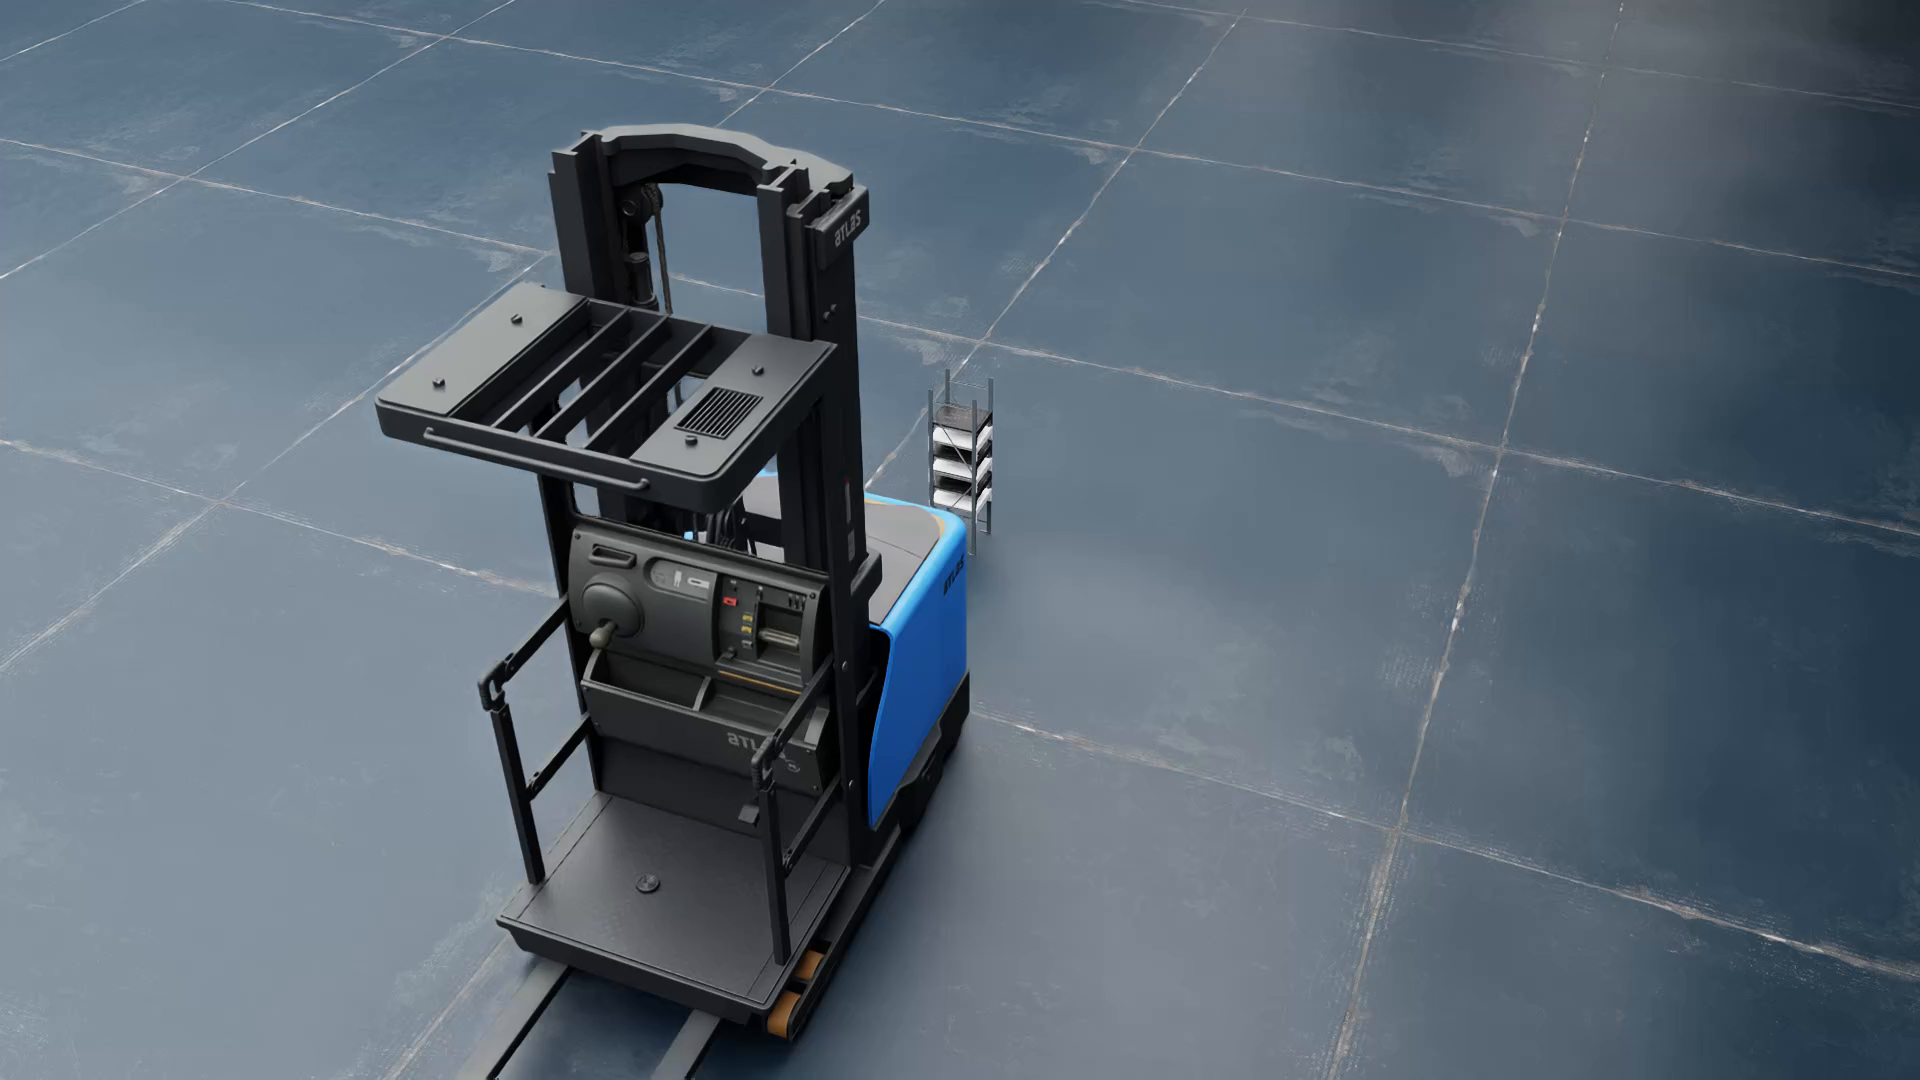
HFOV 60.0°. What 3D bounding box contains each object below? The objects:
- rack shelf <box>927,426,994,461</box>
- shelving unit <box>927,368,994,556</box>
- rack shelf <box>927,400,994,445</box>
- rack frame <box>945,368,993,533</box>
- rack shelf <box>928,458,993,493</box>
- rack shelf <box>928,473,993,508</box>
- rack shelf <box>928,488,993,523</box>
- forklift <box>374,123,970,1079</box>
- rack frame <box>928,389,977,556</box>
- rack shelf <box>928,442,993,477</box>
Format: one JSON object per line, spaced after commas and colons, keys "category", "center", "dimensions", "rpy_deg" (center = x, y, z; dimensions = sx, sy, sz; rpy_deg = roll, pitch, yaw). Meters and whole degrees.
{"category": "rack shelf", "center": [0.003, -0.482, 7.899], "dimensions": [0.258, 0.077, 0.200], "rpy_deg": [14, 39, 18]}
{"category": "shelving unit", "center": [0.003, -0.365, 7.987], "dimensions": [0.258, 0.900, 0.210], "rpy_deg": [14, 39, 18]}
{"category": "rack shelf", "center": [0.003, -0.554, 7.845], "dimensions": [0.258, 0.077, 0.200], "rpy_deg": [14, 39, 18]}
{"category": "rack frame", "center": [0.042, -0.421, 8.062], "dimensions": [0.240, 0.900, 0.006], "rpy_deg": [14, 39, 18]}
{"category": "rack shelf", "center": [0.003, -0.338, 8.007], "dimensions": [0.258, 0.077, 0.200], "rpy_deg": [14, 39, 18]}
{"category": "rack shelf", "center": [0.003, -0.266, 8.060], "dimensions": [0.258, 0.077, 0.200], "rpy_deg": [14, 39, 18]}
{"category": "rack shelf", "center": [0.003, -0.194, 8.114], "dimensions": [0.258, 0.077, 0.200], "rpy_deg": [14, 39, 18]}
{"category": "forklift", "center": [-0.971, 0.300, 5.400], "dimensions": [1.130, 2.935, 3.031], "rpy_deg": [13, 39, 17]}
{"category": "rack frame", "center": [-0.036, -0.309, 7.911], "dimensions": [0.240, 0.900, 0.006], "rpy_deg": [14, 39, 18]}
{"category": "rack shelf", "center": [0.003, -0.410, 7.953], "dimensions": [0.258, 0.077, 0.200], "rpy_deg": [14, 39, 18]}
